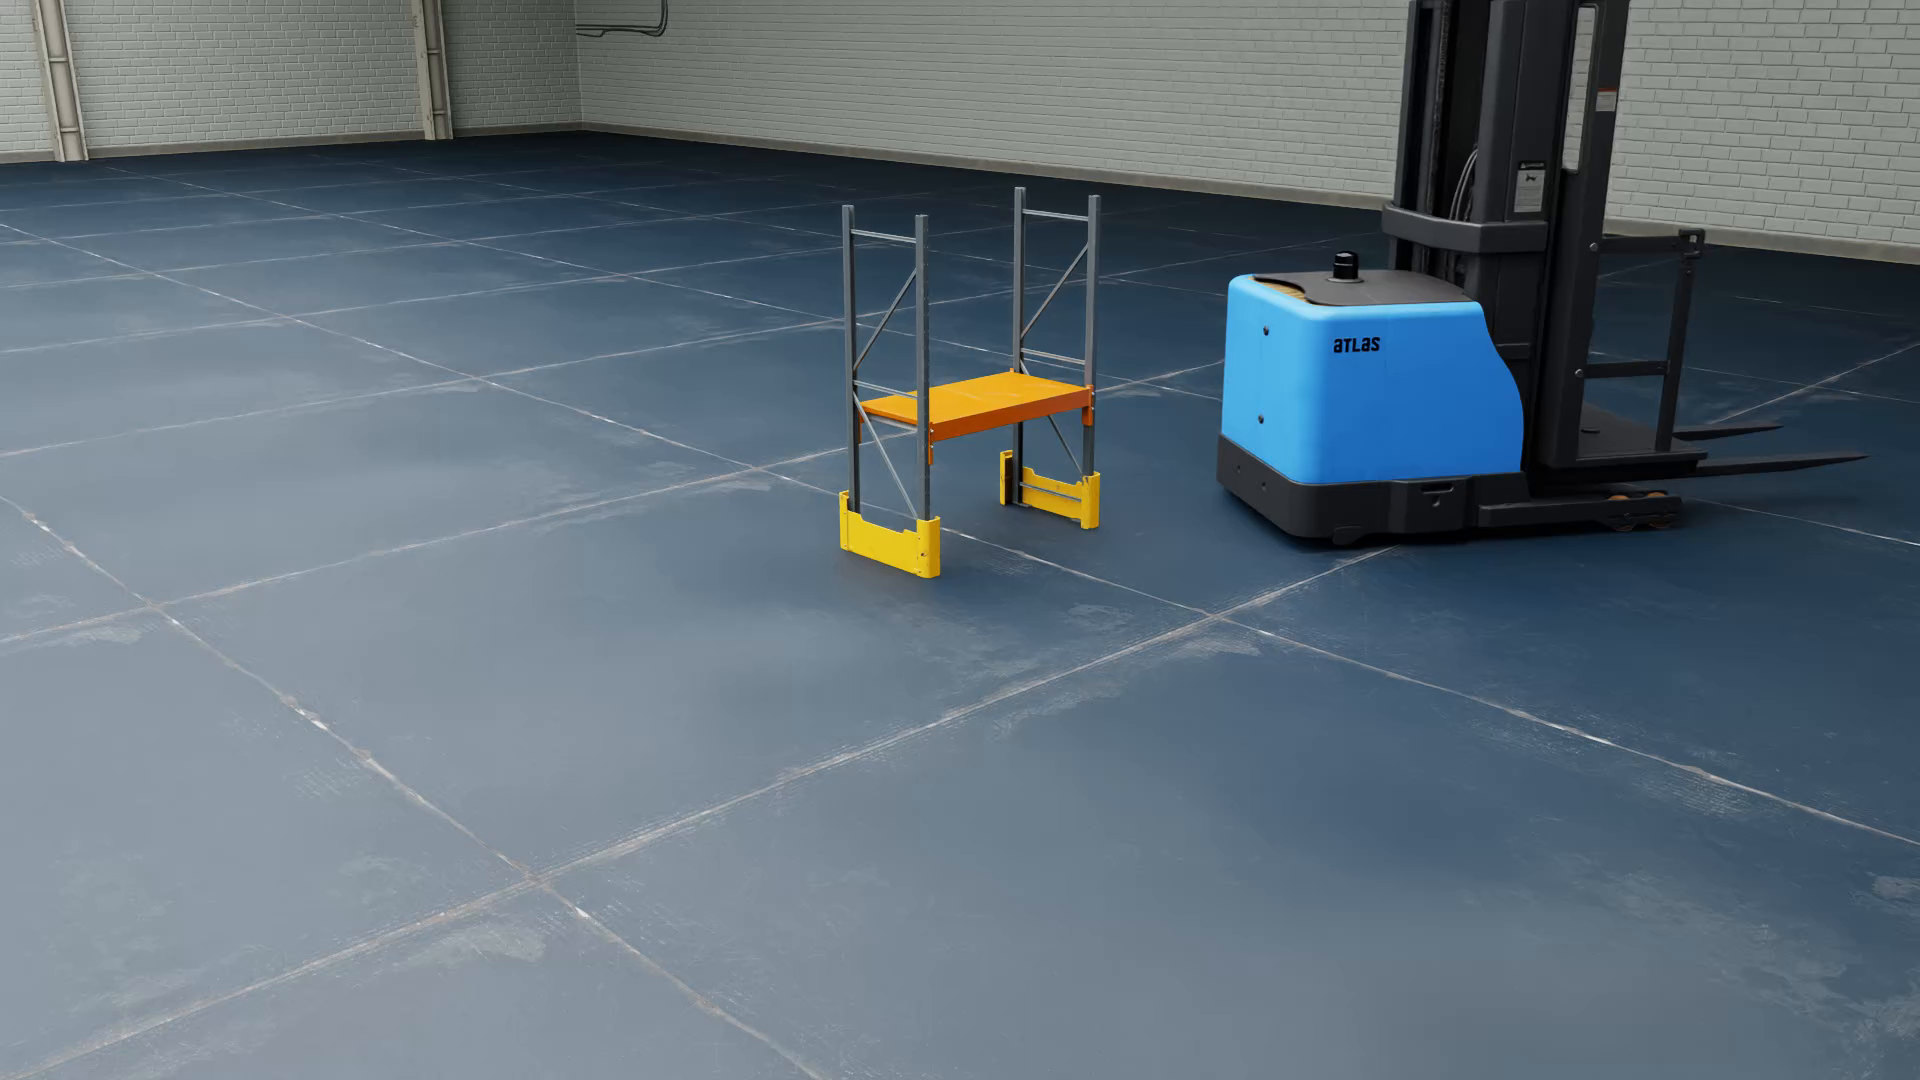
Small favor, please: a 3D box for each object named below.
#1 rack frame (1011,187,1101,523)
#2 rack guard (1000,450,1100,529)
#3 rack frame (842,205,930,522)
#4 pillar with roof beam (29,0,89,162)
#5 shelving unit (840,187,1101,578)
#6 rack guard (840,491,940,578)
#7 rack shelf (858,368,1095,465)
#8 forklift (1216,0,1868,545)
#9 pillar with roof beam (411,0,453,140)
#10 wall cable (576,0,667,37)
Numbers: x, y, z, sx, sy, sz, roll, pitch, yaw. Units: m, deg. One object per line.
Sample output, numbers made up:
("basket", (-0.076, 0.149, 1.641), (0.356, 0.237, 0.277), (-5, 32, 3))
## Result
("rack frame", (0.431, -0.839, 7.641), (0.032, 1.500, 0.500), (-16, 24, -41))
("rack guard", (0.417, -0.241, 7.821), (0.087, 0.250, 0.587), (-16, 24, -41))
("rack frame", (-0.307, -0.624, 6.977), (0.032, 1.500, 0.500), (-16, 24, -41))
("pillar with roof beam", (-10.566, -9.100, 20.962), (0.400, 9.000, 9.100), (-16, 24, -41))
("shelving unit", (0.055, -0.730, 7.303), (1.083, 1.500, 0.587), (-16, 24, -41))
("rack guard", (-0.306, -0.030, 7.170), (0.087, 0.250, 0.587), (-16, 24, -41))
("rack shelf", (0.062, -0.560, 7.365), (1.000, 0.185, 0.538), (-16, 24, -41))
("forklift", (2.829, -1.587, 7.627), (3.031, 2.935, 1.130), (-4, 18, -12))
("pillar with roof beam", (-6.207, -10.372, 24.883), (0.400, 9.000, 9.100), (-16, 24, -41))
("wall cable", (-6.115, -10.187, 29.349), (0.112, 2.526, 3.097), (-16, 24, -41))
